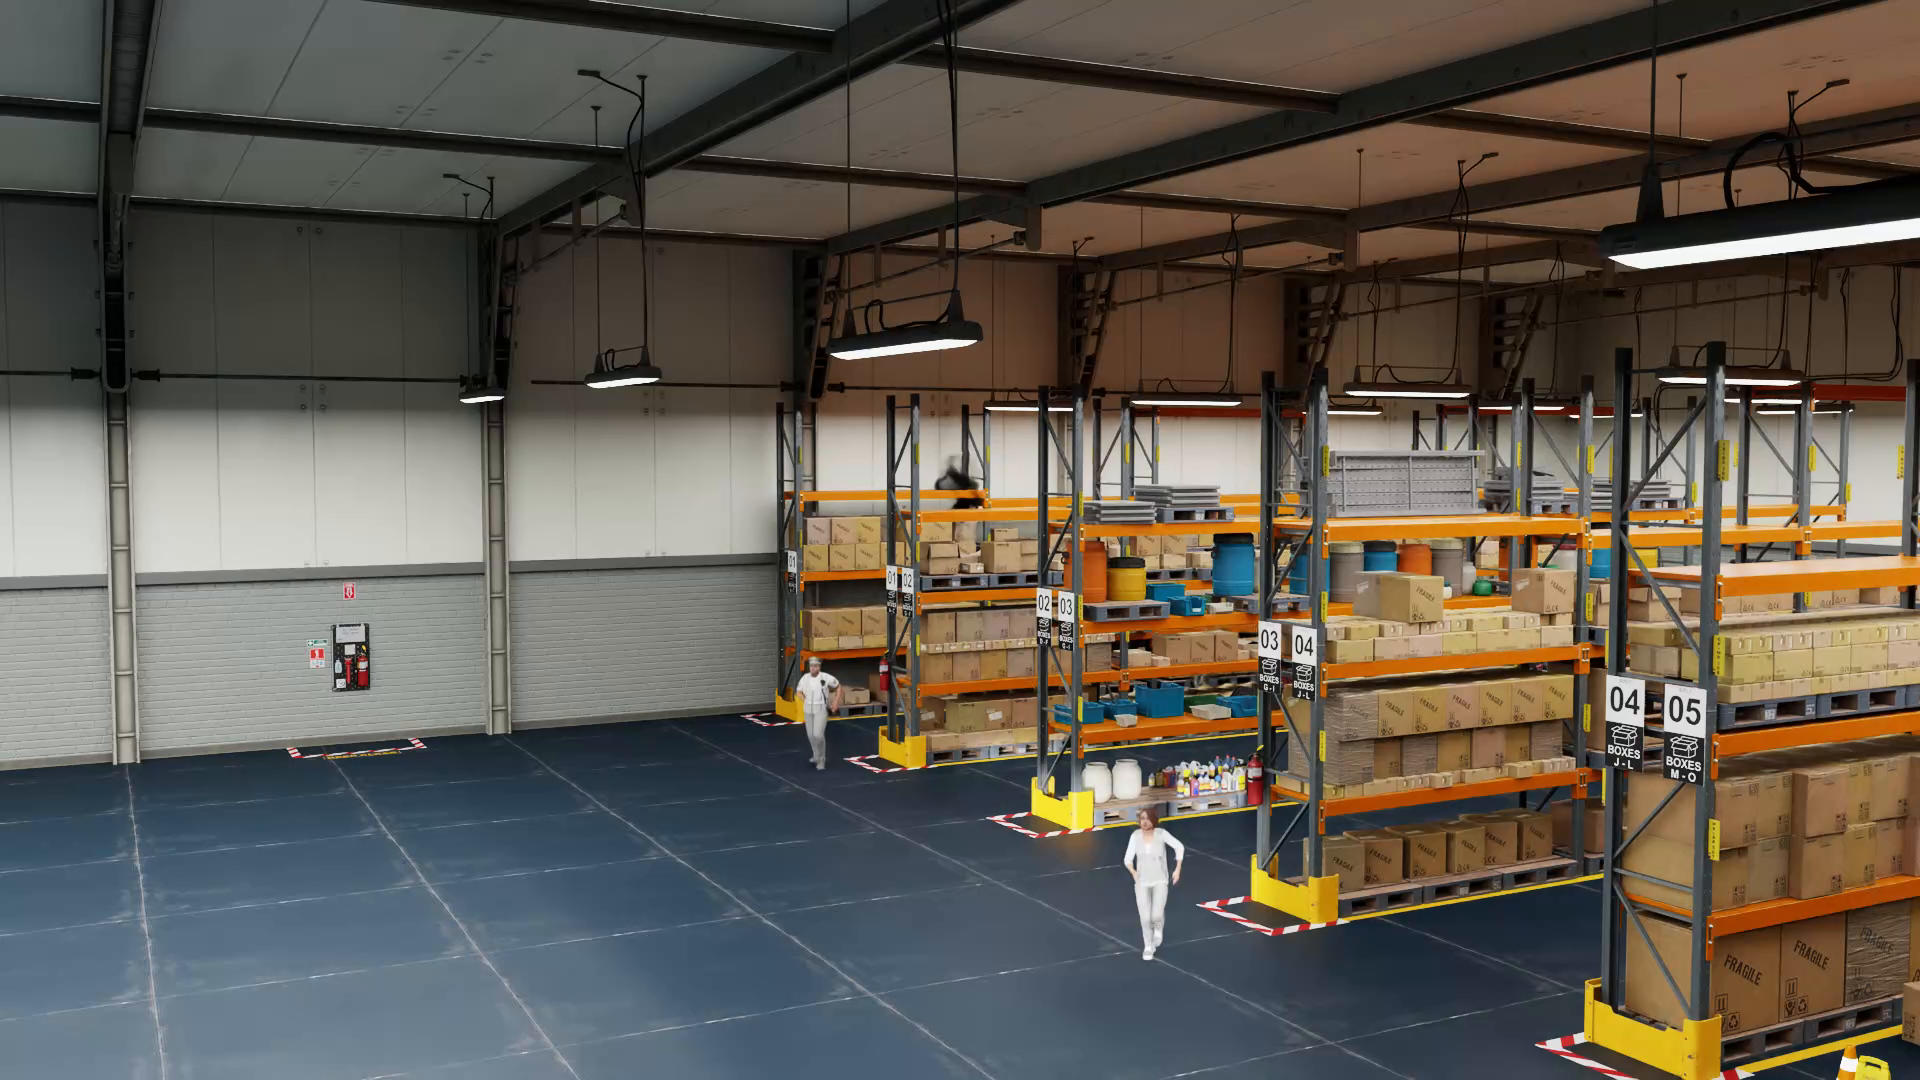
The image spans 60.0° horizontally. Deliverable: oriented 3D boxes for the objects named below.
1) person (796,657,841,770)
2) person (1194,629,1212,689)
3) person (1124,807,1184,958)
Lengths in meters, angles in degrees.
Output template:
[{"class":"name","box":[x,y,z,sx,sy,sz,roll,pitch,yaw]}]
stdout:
[{"class":"person","box":[-2.302,2.794,26.719,0.686,1.861,0.772,1,3,15]},{"class":"person","box":[4.678,2.530,31.957,0.566,1.649,0.611,-2,4,-31]},{"class":"person","box":[1.921,3.448,16.617,0.568,1.556,0.644,1,3,18]}]
